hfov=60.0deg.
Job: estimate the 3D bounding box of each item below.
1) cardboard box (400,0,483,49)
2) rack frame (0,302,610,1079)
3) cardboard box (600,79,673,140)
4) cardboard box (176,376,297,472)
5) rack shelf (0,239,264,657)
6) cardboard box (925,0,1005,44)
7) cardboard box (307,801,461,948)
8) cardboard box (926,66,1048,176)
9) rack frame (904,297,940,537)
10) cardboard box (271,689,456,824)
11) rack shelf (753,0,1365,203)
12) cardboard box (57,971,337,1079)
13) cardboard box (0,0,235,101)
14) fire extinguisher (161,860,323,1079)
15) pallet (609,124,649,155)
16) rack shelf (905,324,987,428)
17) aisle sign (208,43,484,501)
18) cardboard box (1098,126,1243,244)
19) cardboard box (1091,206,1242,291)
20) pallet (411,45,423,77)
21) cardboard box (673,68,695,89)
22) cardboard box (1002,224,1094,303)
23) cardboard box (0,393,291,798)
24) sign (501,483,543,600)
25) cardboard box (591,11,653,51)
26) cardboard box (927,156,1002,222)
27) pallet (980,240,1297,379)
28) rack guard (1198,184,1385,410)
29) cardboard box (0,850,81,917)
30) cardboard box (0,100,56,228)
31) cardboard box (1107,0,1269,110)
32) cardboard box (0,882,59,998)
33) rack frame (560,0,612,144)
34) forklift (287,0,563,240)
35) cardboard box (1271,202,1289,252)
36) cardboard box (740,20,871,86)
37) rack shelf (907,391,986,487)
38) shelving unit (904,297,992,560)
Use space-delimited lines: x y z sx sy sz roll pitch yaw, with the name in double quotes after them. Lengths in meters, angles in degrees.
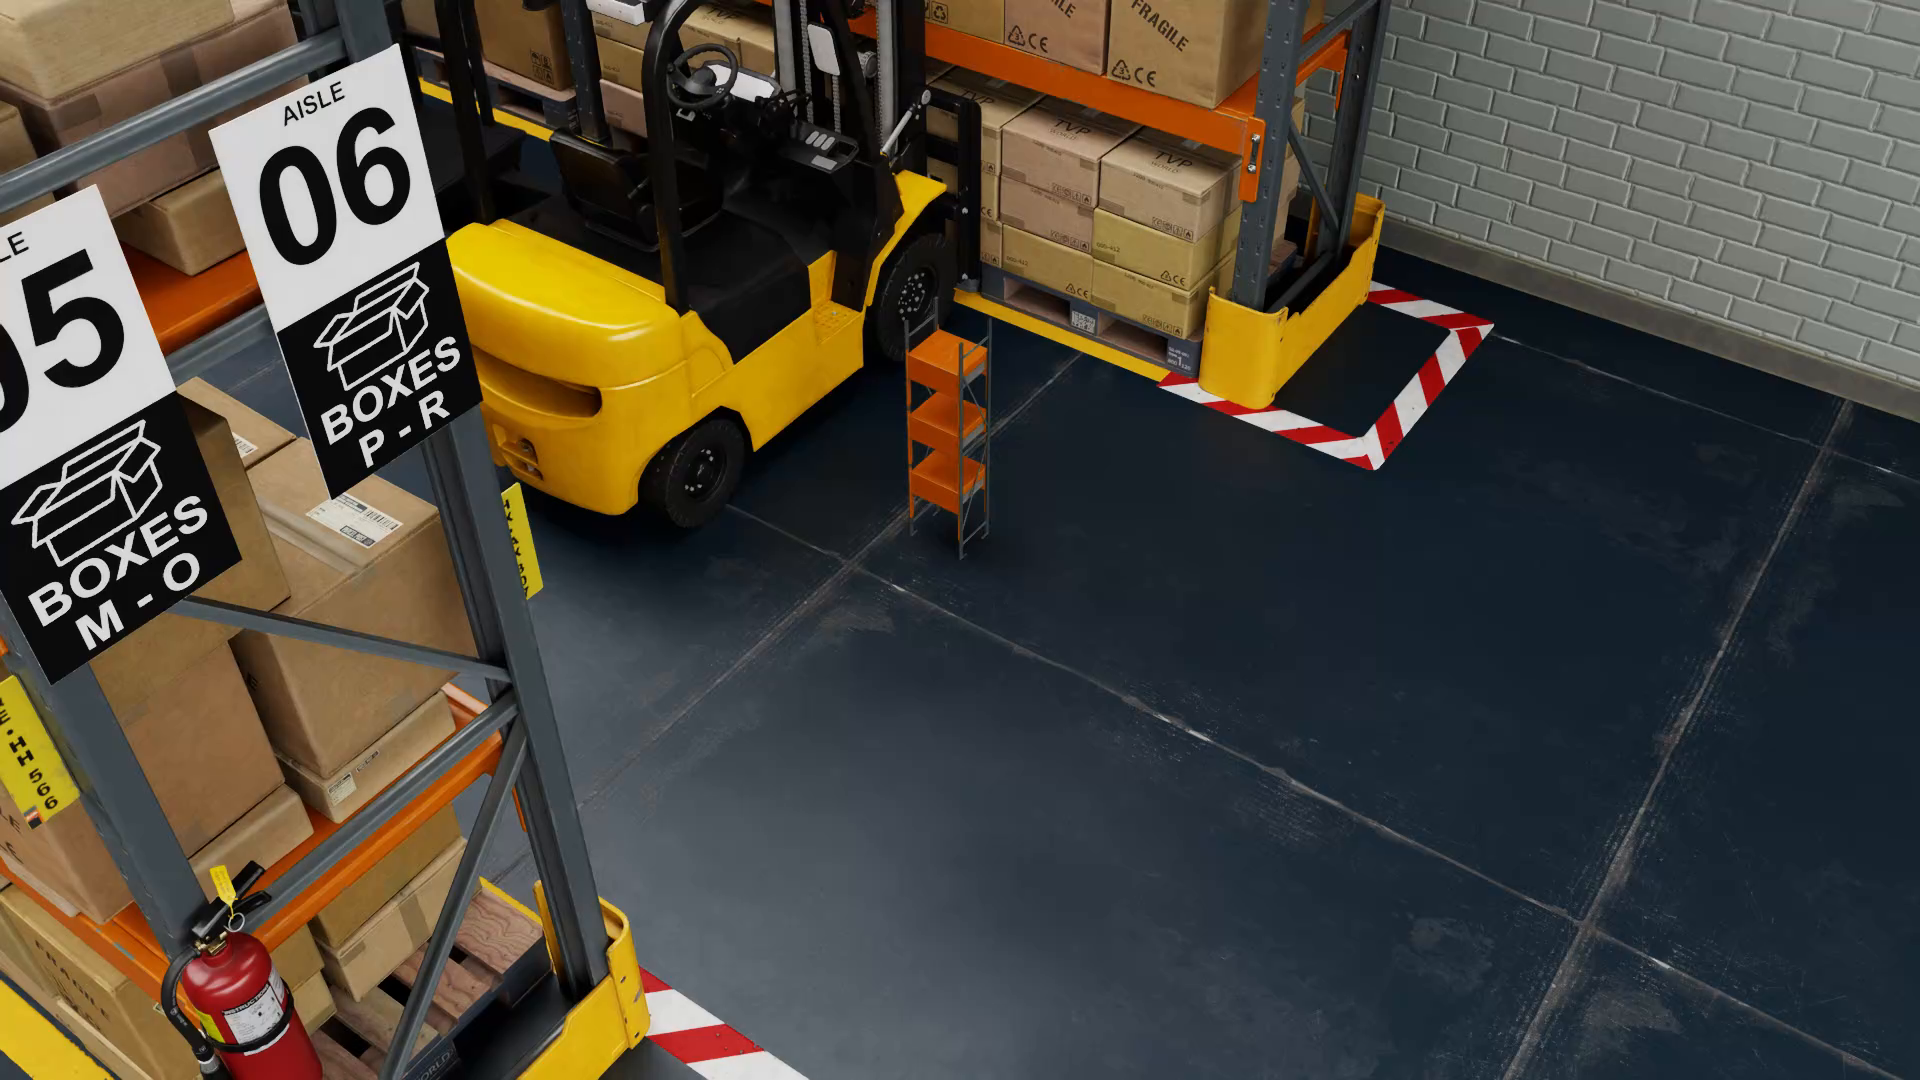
-2.829 -3.373 9.736 0.625 0.625 0.875 25 47 25 "cardboard box"
-1.336 0.637 3.789 0.127 3.000 1.000 25 48 25 "rack frame"
-1.558 -2.372 8.898 0.500 0.250 0.500 26 48 26 "cardboard box"
-1.991 -0.041 4.248 0.500 0.500 0.500 27 48 27 "cardboard box"
-2.974 -0.979 3.884 4.000 0.370 1.077 25 48 25 "rack shelf"
0.118 -2.557 7.283 0.500 0.500 0.500 24 47 25 "cardboard box"
-1.858 0.757 4.839 0.500 0.500 0.500 24 47 24 "cardboard box"
0.114 -1.965 7.694 0.500 0.250 0.500 26 48 26 "cardboard box"
-0.144 -0.458 6.475 0.008 1.050 0.200 25 48 25 "rack frame"
-1.496 0.487 4.144 0.250 0.149 0.380 25 48 25 "cardboard box"
-0.127 -2.572 7.915 4.000 0.370 1.077 25 48 25 "rack shelf"
-2.172 1.333 4.758 0.500 0.250 0.500 25 47 25 "cardboard box"
-1.510 -0.932 2.883 0.250 0.149 0.380 25 47 25 "cardboard box"
-1.507 0.961 3.485 0.183 0.674 0.296 25 48 25 "fire extinguisher"
-1.137 -2.240 9.095 1.213 0.211 1.003 25 48 25 "pallet"
-0.044 -0.615 6.241 0.240 0.259 0.215 25 48 25 "rack shelf"
-1.108 -0.478 3.085 0.004 0.787 0.394 25 48 25 "aisle sign"
0.955 -1.585 7.269 0.500 0.250 0.500 27 48 27 "cardboard box"
0.933 -1.408 7.447 0.500 0.250 0.500 24 47 25 "cardboard box"
-3.393 -3.294 10.273 1.213 0.211 1.003 25 48 25 "pallet"
-1.132 -2.379 8.531 0.500 0.250 0.500 25 47 25 "cardboard box"
0.543 -1.409 7.823 0.500 0.250 0.500 25 48 25 "cardboard box"
-1.880 0.040 3.408 0.500 0.500 0.700 24 47 24 "cardboard box"
-1.025 0.018 3.831 0.005 0.325 0.100 25 48 25 "sign"
-1.548 -2.754 8.576 0.500 0.250 0.500 24 47 25 "cardboard box"
0.093 -1.793 7.876 0.500 0.250 0.500 24 47 24 "cardboard box"
0.860 -1.305 8.050 1.213 0.211 1.003 25 48 25 "pallet"
1.530 -1.134 7.642 0.348 0.500 1.175 25 48 25 "rack guard"
-2.037 0.668 3.943 0.250 0.149 0.380 25 47 25 "cardboard box"
-1.910 -0.585 2.794 0.500 0.250 0.500 24 47 25 "cardboard box"
0.957 -2.157 6.836 0.500 0.500 0.500 24 47 24 "cardboard box"
-2.571 0.863 4.721 0.500 0.500 0.500 27 48 27 "cardboard box"
-1.764 -3.606 8.531 0.127 3.000 1.000 25 48 25 "rack frame"
-2.898 -2.755 7.631 3.031 2.935 1.130 19 45 20 "forklift"
1.221 -1.501 7.925 0.500 0.250 0.500 25 48 25 "cardboard box"
-0.722 -2.368 8.145 0.500 0.250 0.500 27 48 27 "cardboard box"
-0.044 -0.404 6.430 0.240 0.259 0.215 25 48 25 "rack shelf"
-0.044 -0.412 6.423 0.252 1.050 0.215 25 48 25 "shelving unit"
